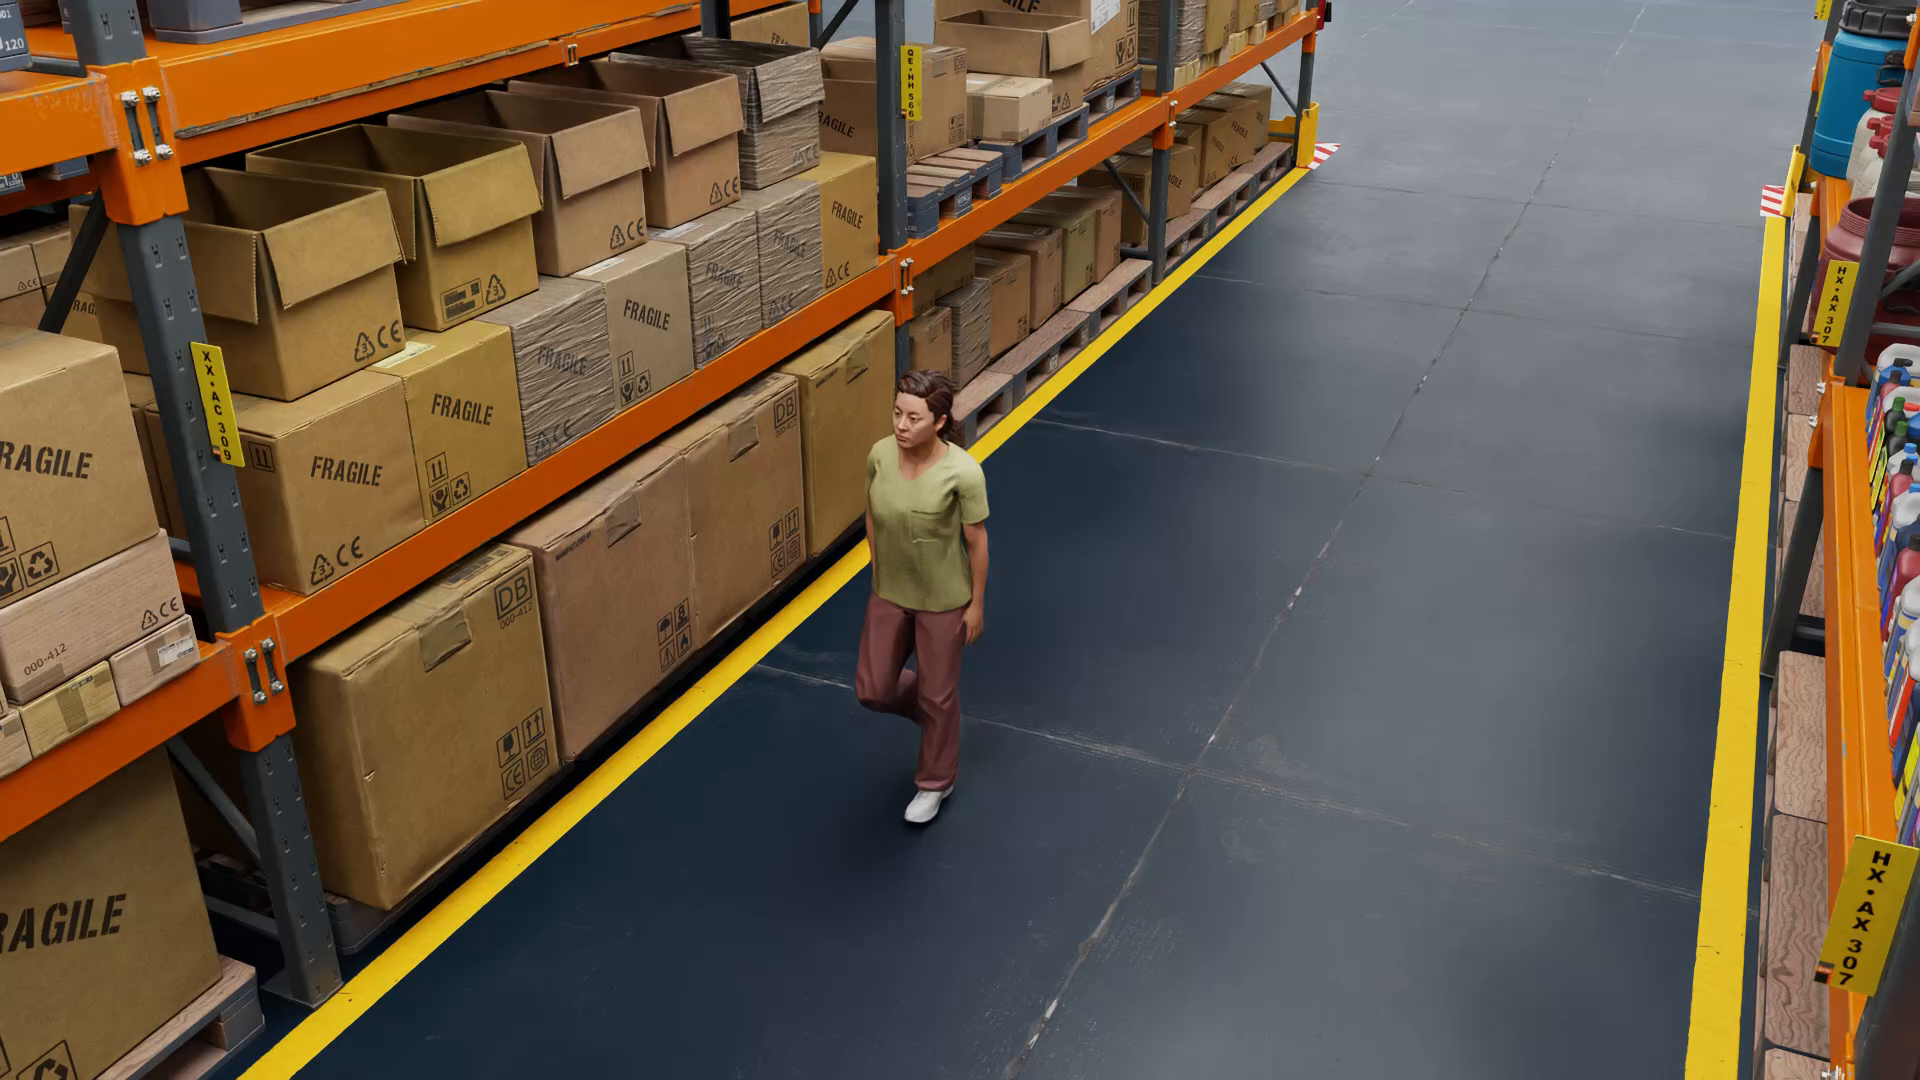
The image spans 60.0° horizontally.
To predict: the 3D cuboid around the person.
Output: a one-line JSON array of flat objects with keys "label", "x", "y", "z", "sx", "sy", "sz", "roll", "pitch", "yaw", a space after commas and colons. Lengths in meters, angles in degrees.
[{"label": "person", "x": -0.100, "y": 0.175, "z": 5.735, "sx": 0.460, "sy": 1.646, "sz": 0.527, "roll": 12, "pitch": 29, "yaw": 22}]
